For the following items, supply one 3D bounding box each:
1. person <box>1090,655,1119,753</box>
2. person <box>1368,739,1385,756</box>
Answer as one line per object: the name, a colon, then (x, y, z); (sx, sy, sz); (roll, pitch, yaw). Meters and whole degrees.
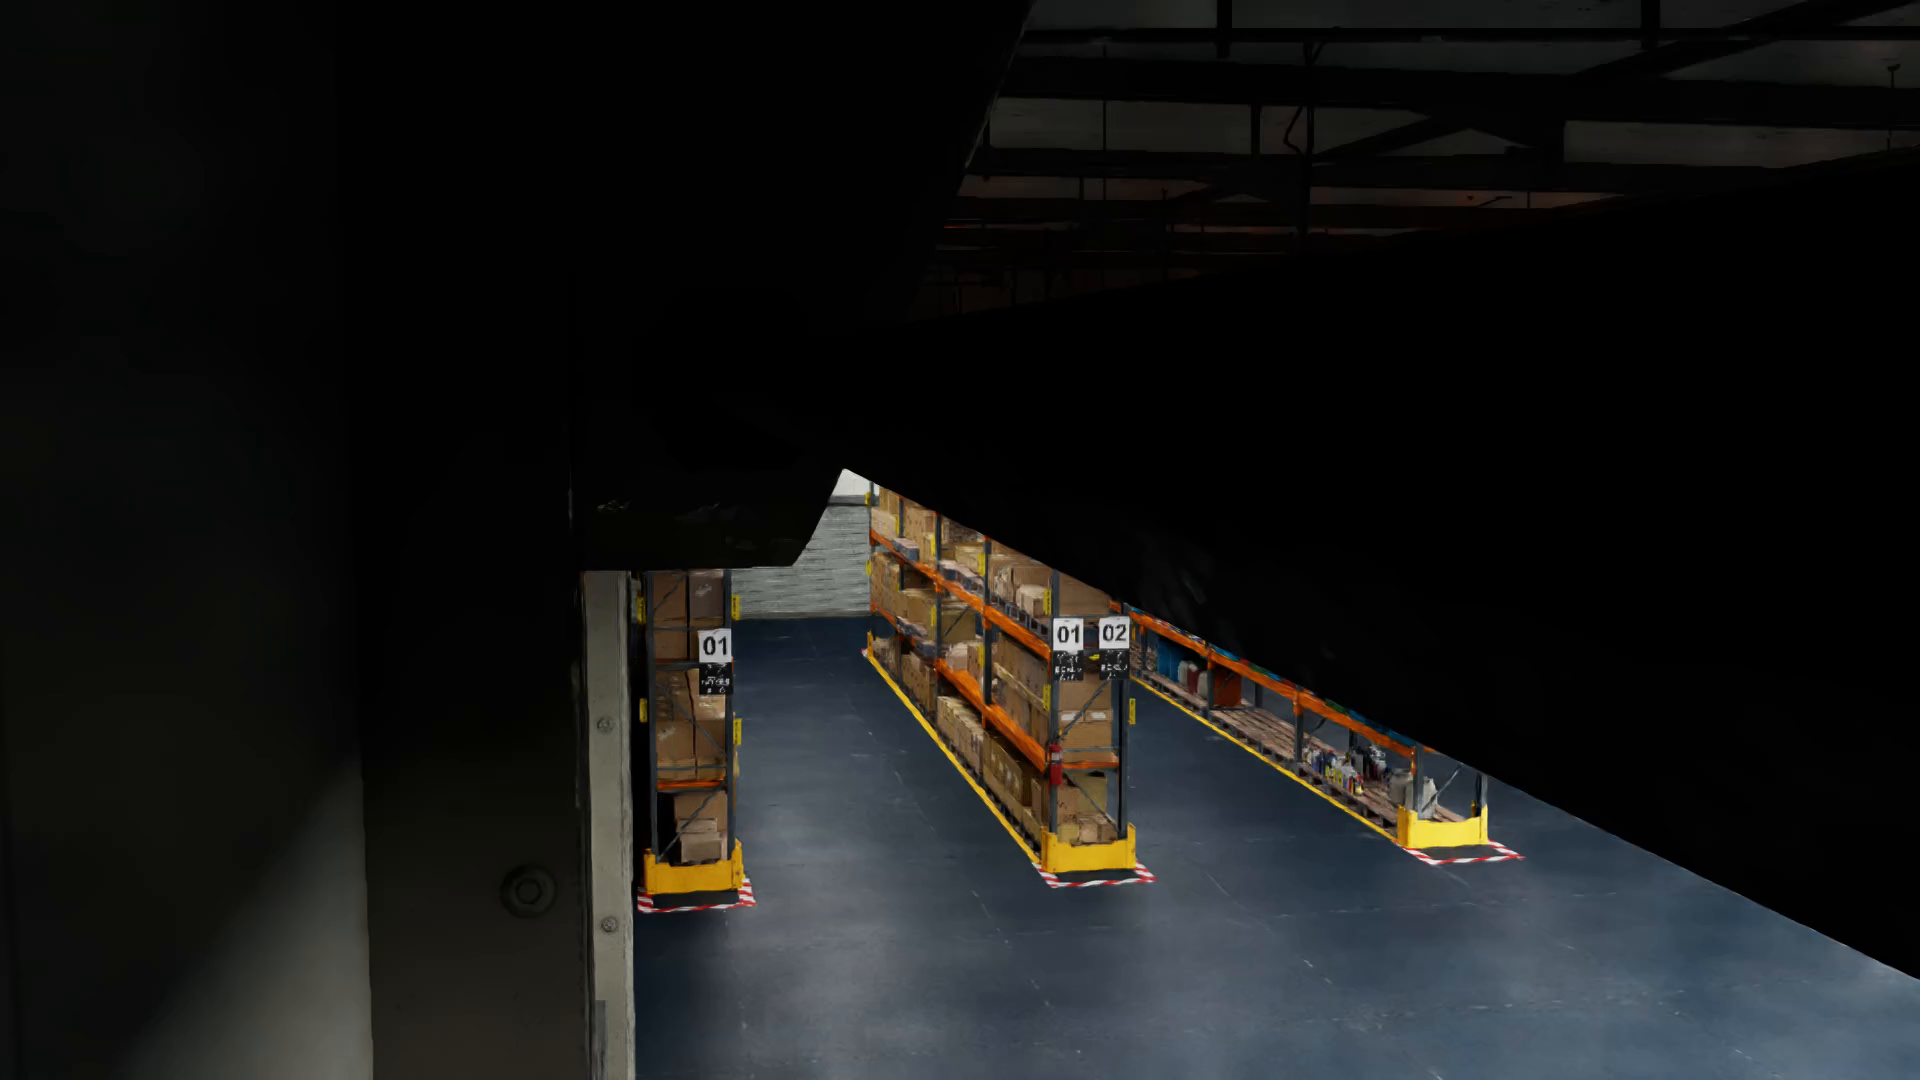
person: (2.219, 2.634, 27.256); (0.596, 1.690, 1.094); (-2, 6, -20)
person: (6.749, 2.732, 26.902); (0.407, 1.594, 0.458); (-5, 8, -40)
